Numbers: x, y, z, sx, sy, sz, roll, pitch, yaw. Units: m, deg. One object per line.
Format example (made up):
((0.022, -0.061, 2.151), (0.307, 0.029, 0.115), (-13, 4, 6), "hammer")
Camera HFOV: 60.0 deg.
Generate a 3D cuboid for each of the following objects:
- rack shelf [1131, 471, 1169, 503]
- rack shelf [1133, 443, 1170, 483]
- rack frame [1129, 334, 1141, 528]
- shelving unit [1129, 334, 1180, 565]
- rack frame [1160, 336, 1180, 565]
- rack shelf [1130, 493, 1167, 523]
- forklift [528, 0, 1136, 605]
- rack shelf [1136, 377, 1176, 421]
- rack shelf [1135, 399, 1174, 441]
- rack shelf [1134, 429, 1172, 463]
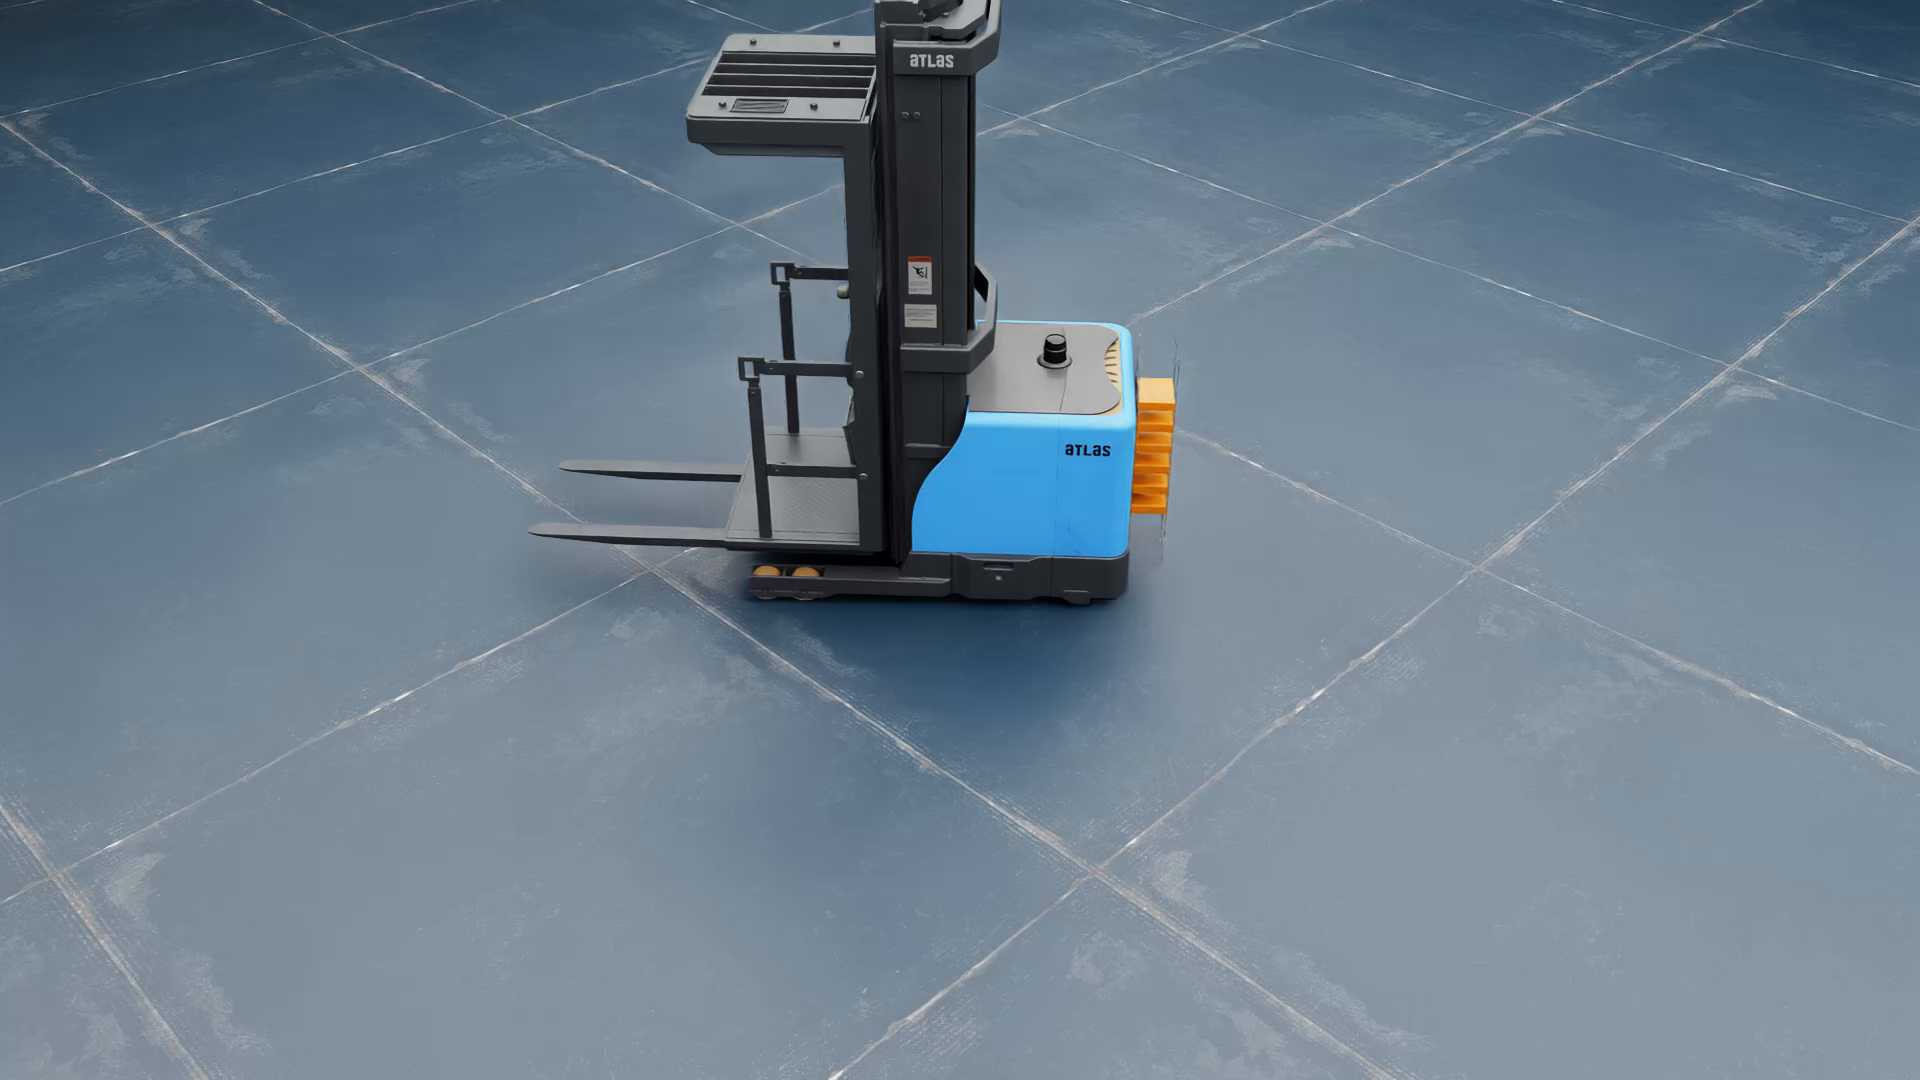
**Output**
((0.955, -0.299, 8.409), (0.180, 0.103, 0.258), (2, 35, 3), "rack shelf")
((0.955, -0.398, 8.340), (0.180, 0.103, 0.258), (2, 35, 3), "rack shelf")
((0.864, -0.437, 8.319), (0.006, 1.200, 0.240), (2, 35, 3), "rack frame")
((0.955, -0.434, 8.315), (0.189, 1.200, 0.258), (2, 35, 3), "shelving unit")
((1.047, -0.431, 8.310), (0.006, 1.200, 0.240), (2, 35, 3), "rack frame")
((0.955, -0.201, 8.477), (0.180, 0.103, 0.258), (2, 35, 3), "rack shelf")
((-0.657, -1.199, 7.898), (3.031, 2.935, 1.130), (2, 35, 3), "forklift")
((0.955, -0.693, 8.134), (0.180, 0.103, 0.258), (2, 35, 3), "rack shelf")
((0.955, -0.595, 8.203), (0.180, 0.103, 0.258), (2, 35, 3), "rack shelf")
((0.955, -0.496, 8.271), (0.180, 0.103, 0.258), (2, 35, 3), "rack shelf")
